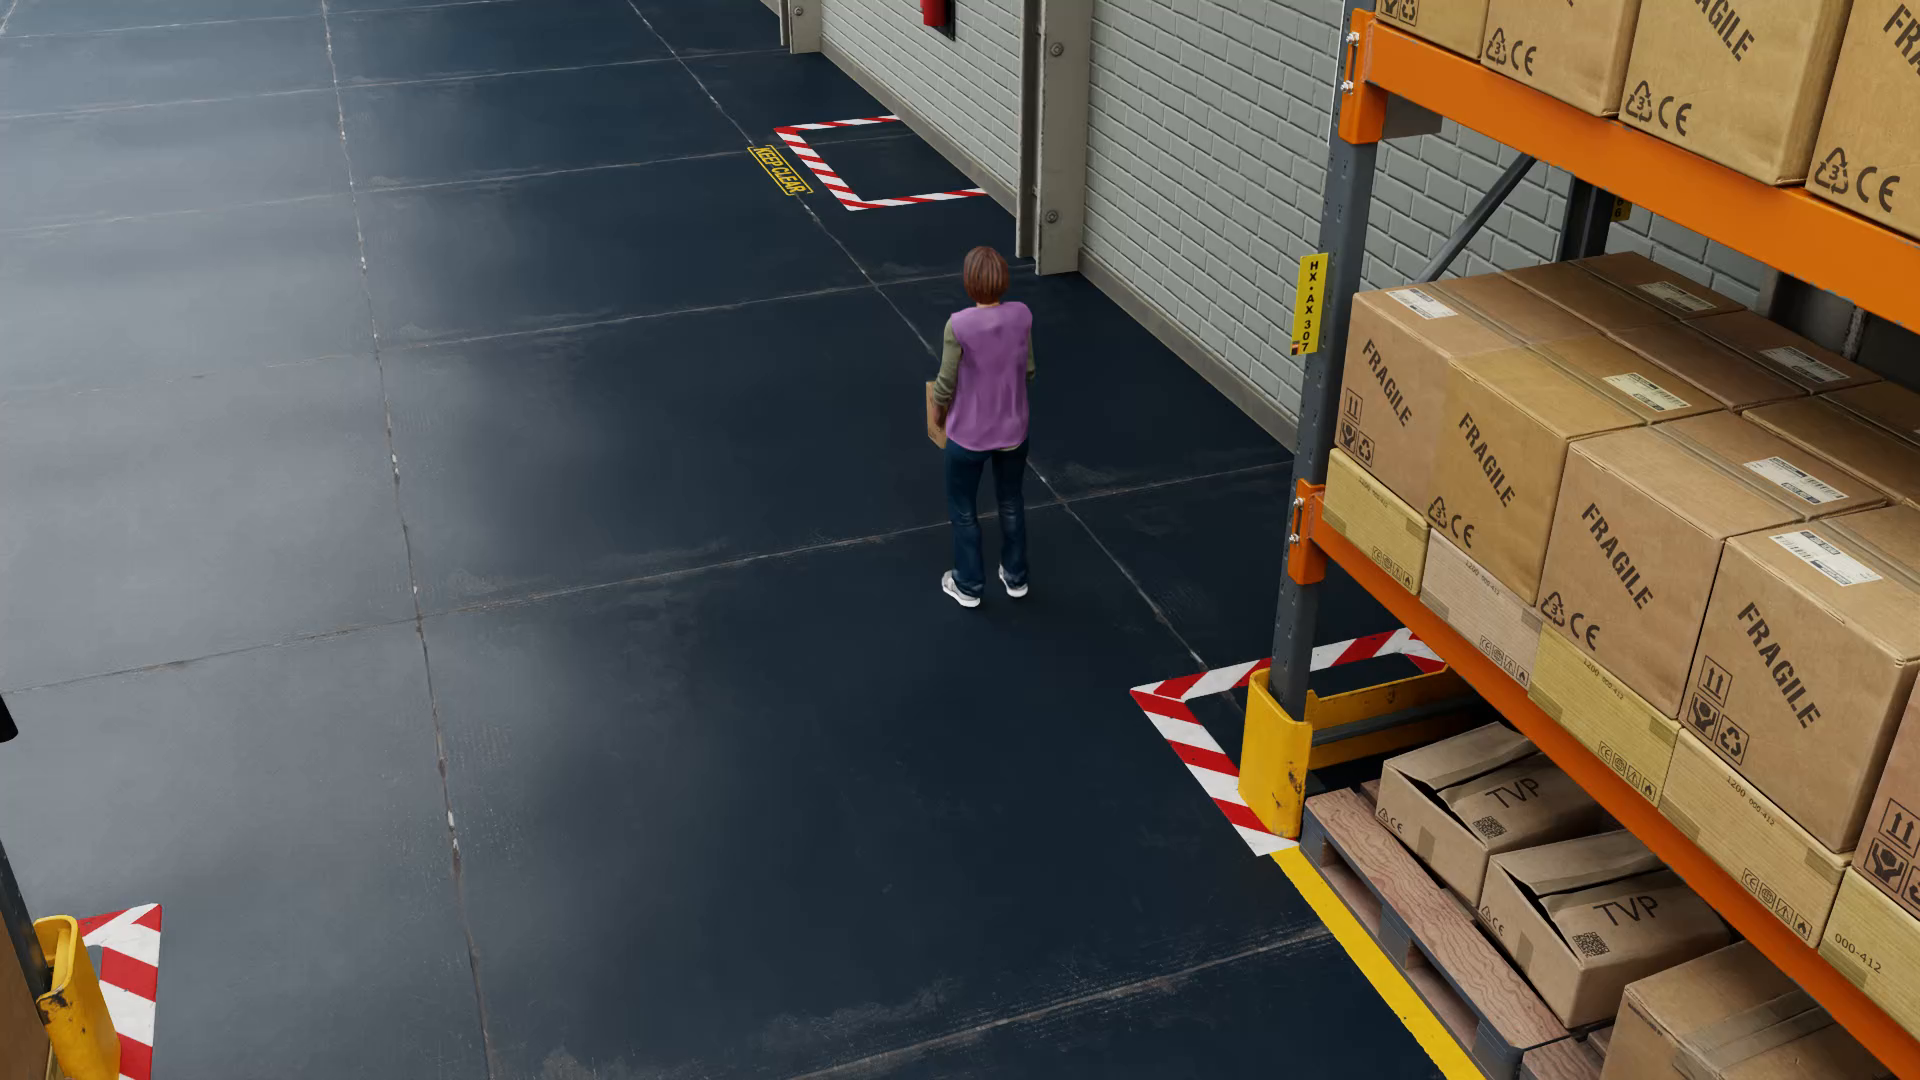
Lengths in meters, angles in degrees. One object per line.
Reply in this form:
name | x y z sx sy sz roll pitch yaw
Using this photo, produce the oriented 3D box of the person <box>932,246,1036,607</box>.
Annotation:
person | 0.095 -0.468 6.932 0.444 1.603 0.398 -11 32 -18
